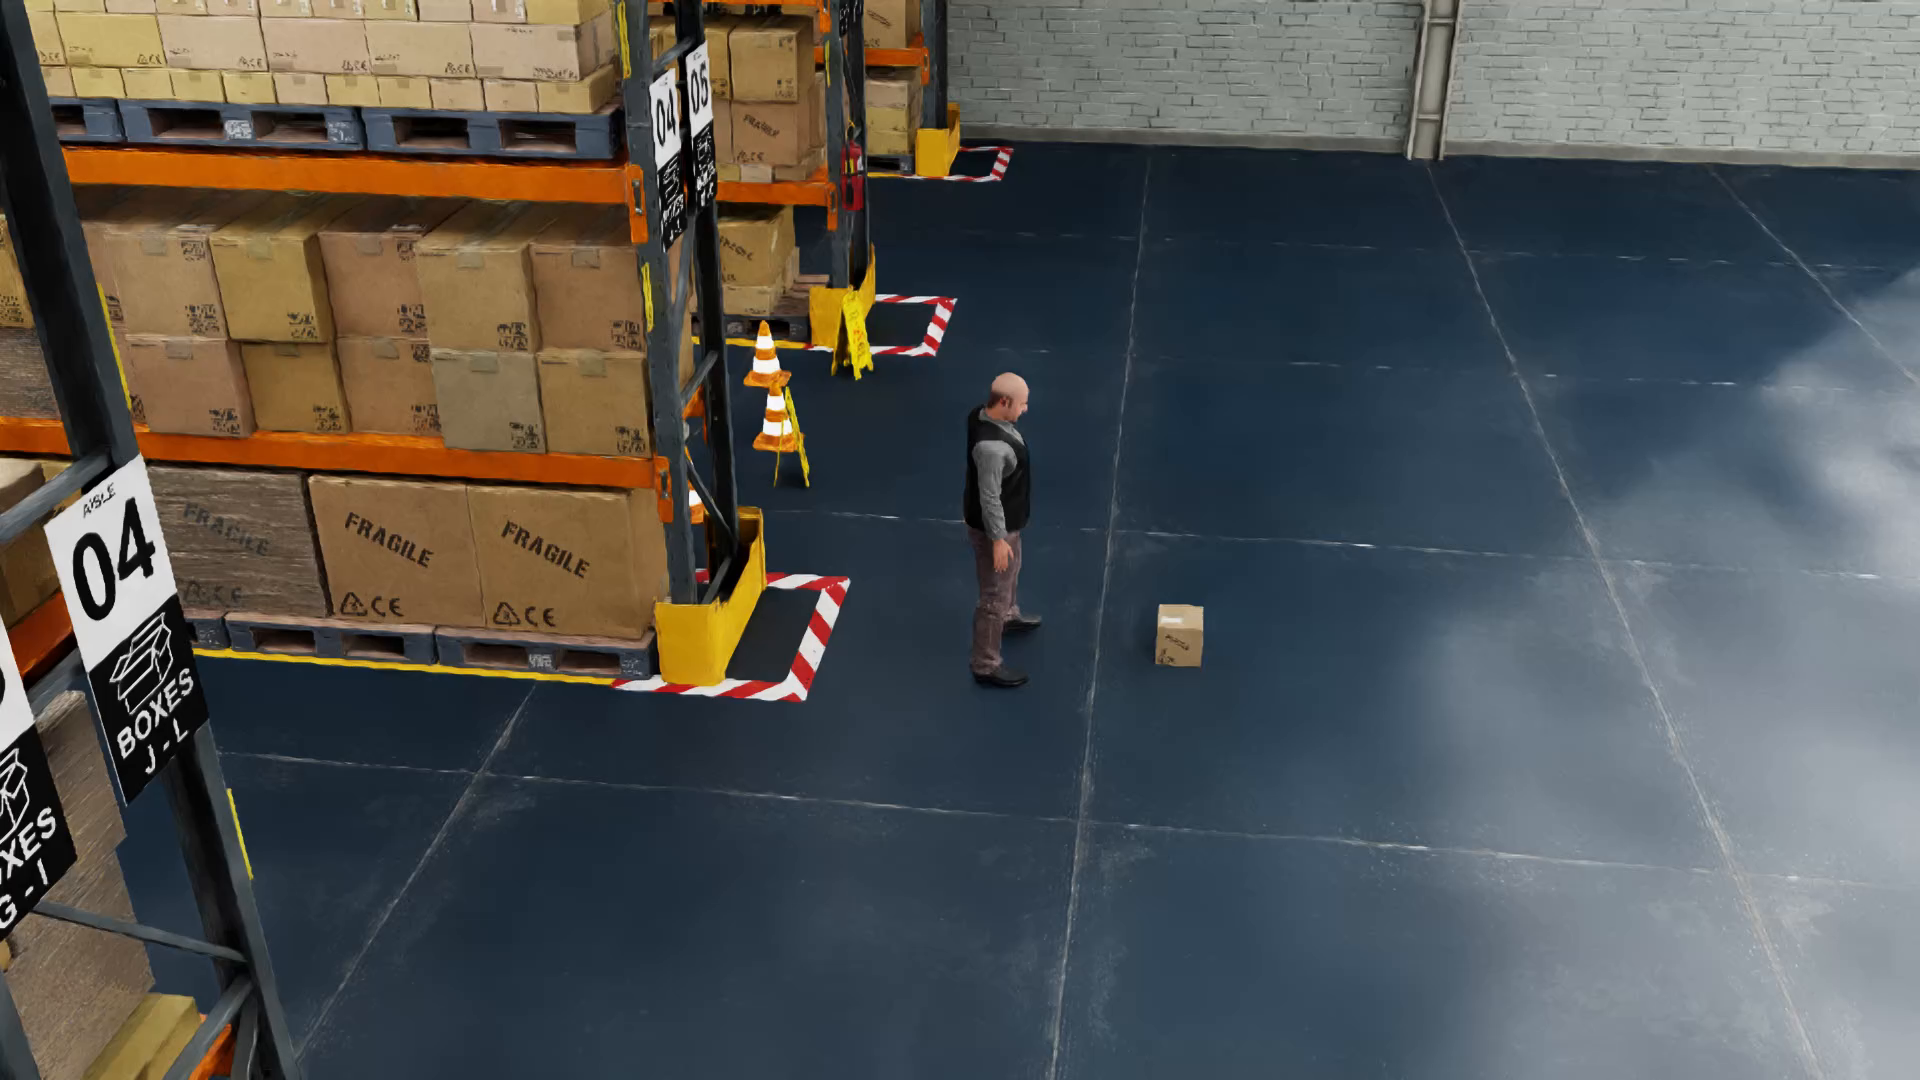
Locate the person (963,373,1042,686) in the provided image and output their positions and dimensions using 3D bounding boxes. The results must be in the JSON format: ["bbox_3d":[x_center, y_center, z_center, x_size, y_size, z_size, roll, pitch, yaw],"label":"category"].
[{"bbox_3d":[0.249,-0.115,8.828,0.468,1.714,0.703,-1,28,-2],"label":"person"}]
